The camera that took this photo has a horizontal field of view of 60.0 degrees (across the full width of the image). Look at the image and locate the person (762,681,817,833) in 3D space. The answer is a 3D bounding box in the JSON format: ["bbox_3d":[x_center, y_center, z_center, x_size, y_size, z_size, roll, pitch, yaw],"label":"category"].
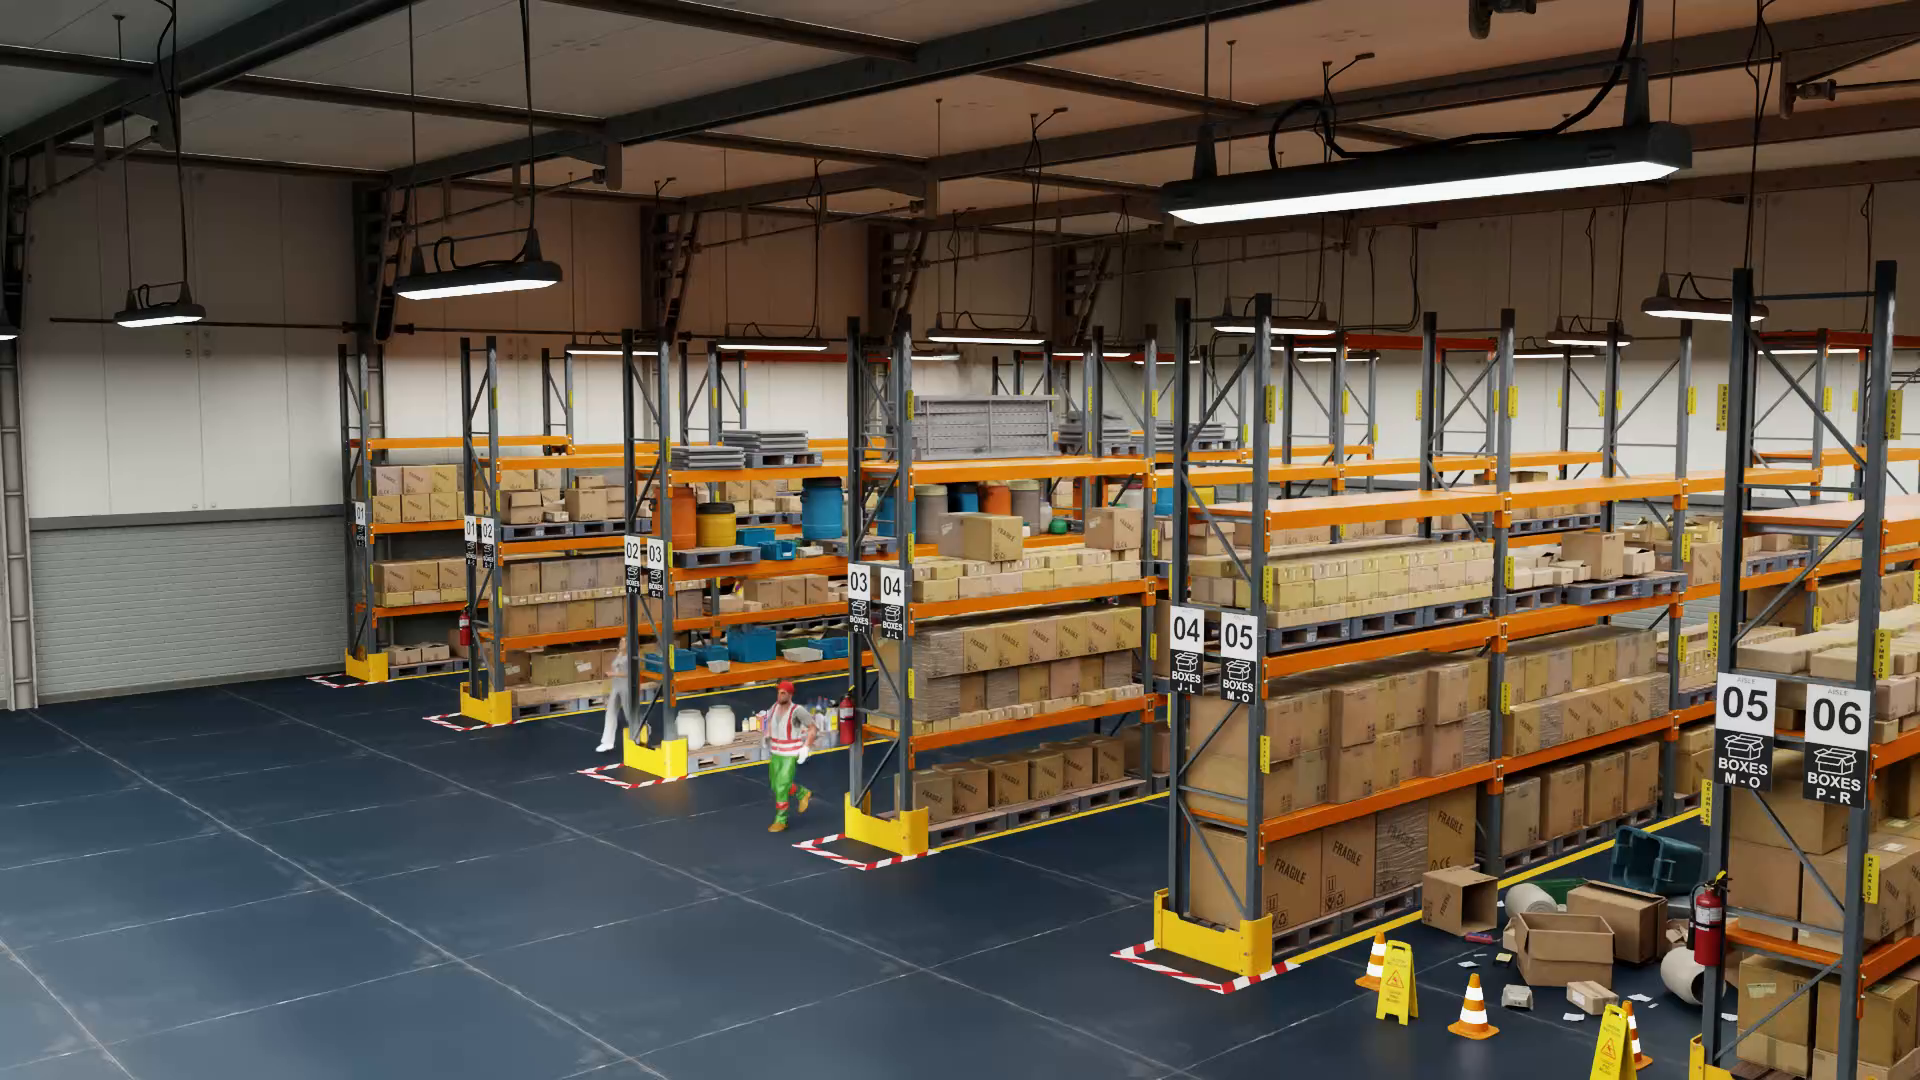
[{"bbox_3d":[-2.031,2.539,19.730,0.695,1.772,0.744,4,6,38],"label":"person"}]

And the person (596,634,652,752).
[{"bbox_3d":[-4.843,2.169,23.861,0.573,1.645,0.929,4,7,41],"label":"person"}]

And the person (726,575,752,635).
[{"bbox_3d":[-4.217,1.420,32.058,0.672,1.805,0.733,3,6,33],"label":"person"}]
